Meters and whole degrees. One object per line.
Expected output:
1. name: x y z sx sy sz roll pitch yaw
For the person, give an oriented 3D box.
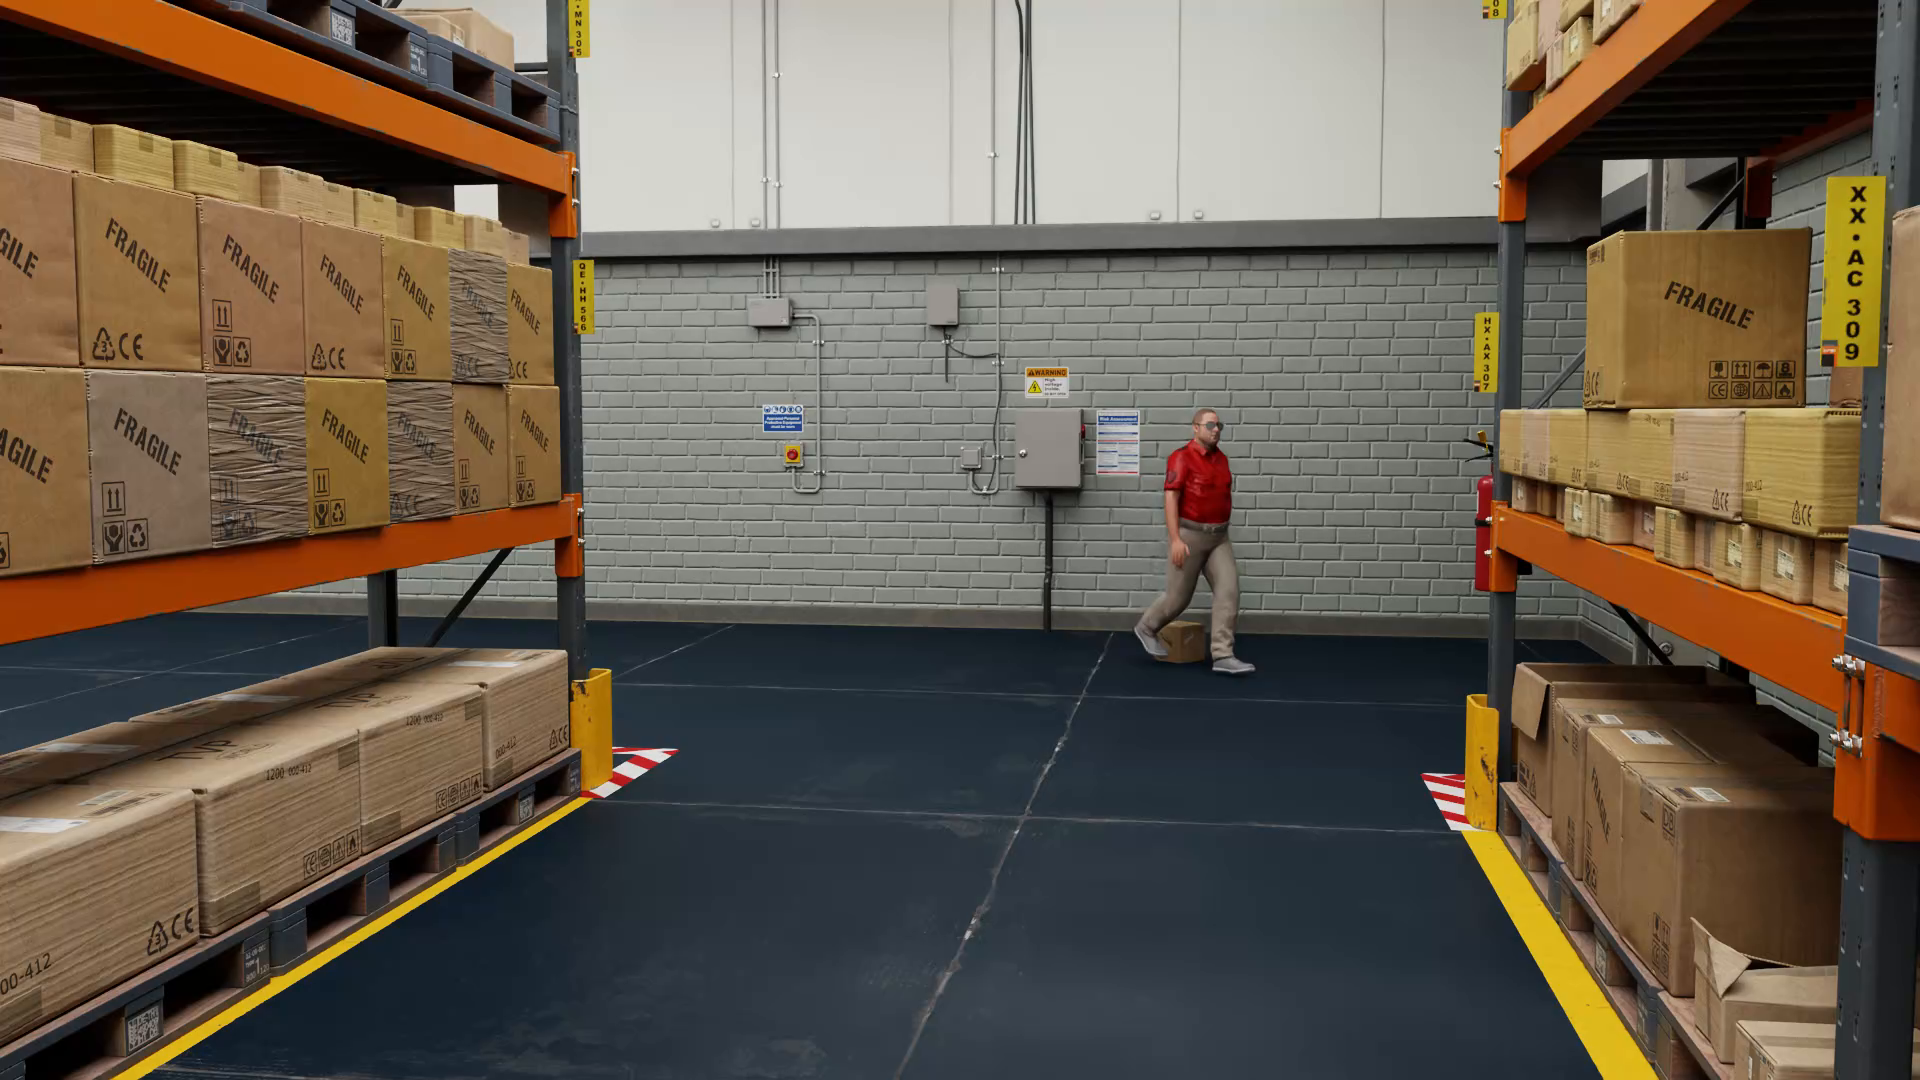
1. person: 1.504 -0.004 10.768 0.550 1.684 0.963 -3 5 -33
